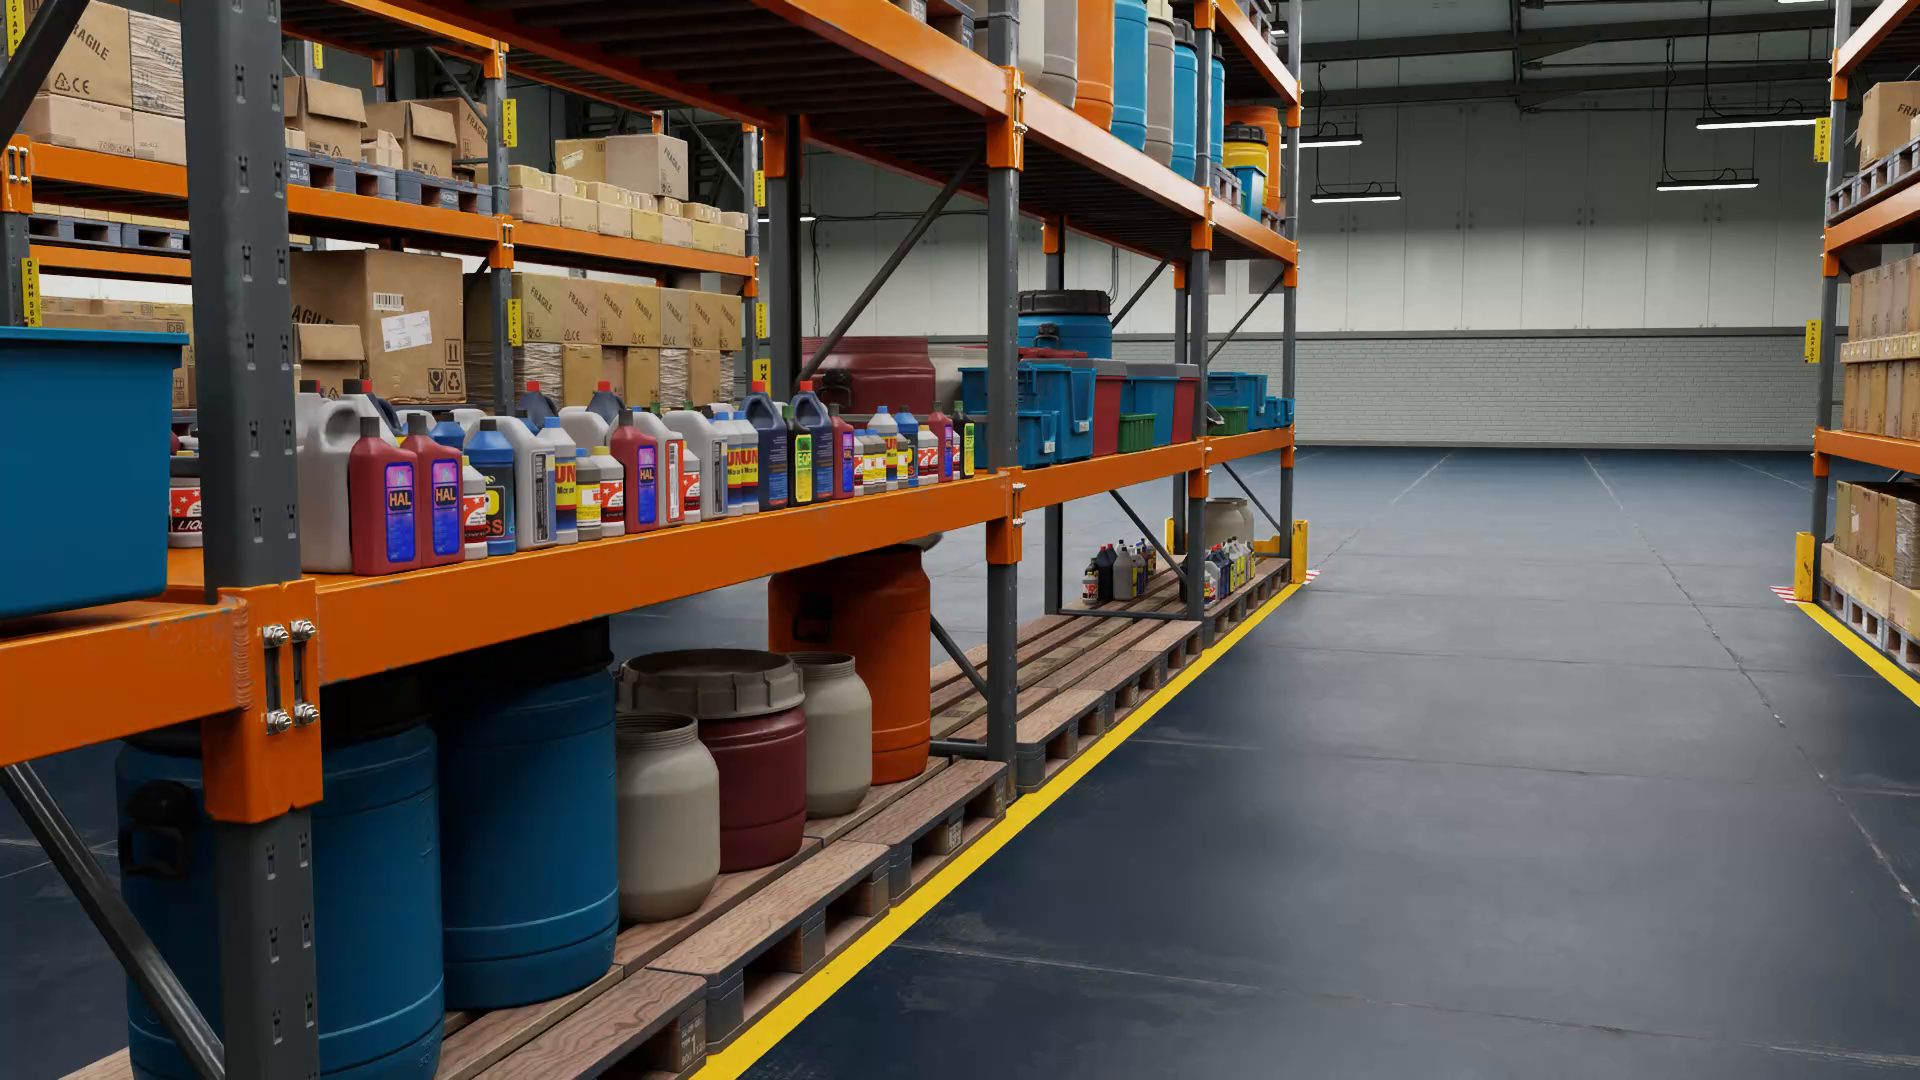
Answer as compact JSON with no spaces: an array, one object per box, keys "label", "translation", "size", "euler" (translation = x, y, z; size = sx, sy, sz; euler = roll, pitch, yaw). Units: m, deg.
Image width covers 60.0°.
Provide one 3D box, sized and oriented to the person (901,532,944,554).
[{"label":"person","translation":[-0.460,-0.053,10.918],"size":[0.708,1.376,0.535],"euler":[2,6,19]}]
